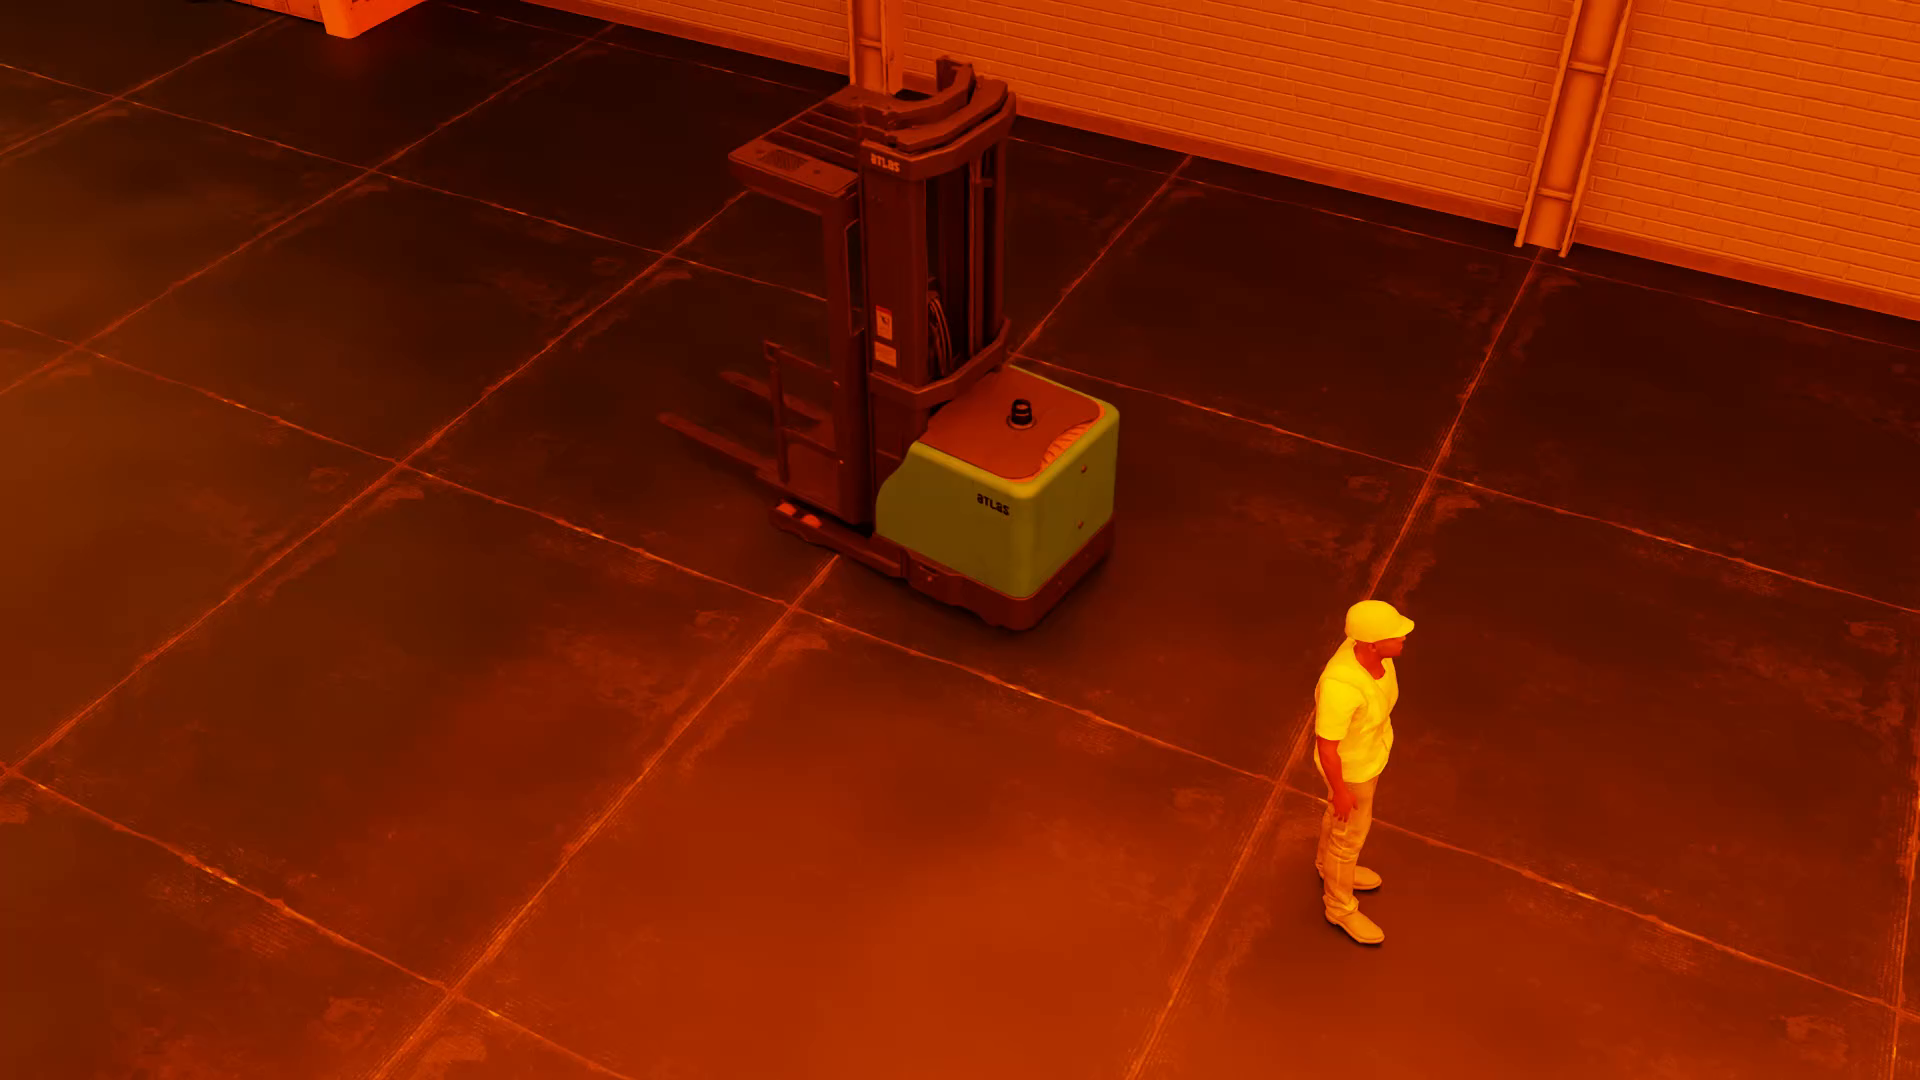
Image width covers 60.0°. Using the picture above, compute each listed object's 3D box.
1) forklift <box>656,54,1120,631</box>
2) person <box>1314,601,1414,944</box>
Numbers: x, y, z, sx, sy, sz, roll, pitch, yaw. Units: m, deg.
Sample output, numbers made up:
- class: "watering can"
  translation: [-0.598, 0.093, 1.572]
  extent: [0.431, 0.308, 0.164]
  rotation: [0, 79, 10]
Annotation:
- class: "forklift"
  translation: [-0.566, -1.361, 9.602]
  extent: [3.031, 2.935, 1.130]
  rotation: [25, 46, 26]
- class: "person"
  translation: [1.893, 1.017, 7.672]
  extent: [0.577, 1.766, 0.666]
  rotation: [19, 44, 21]
